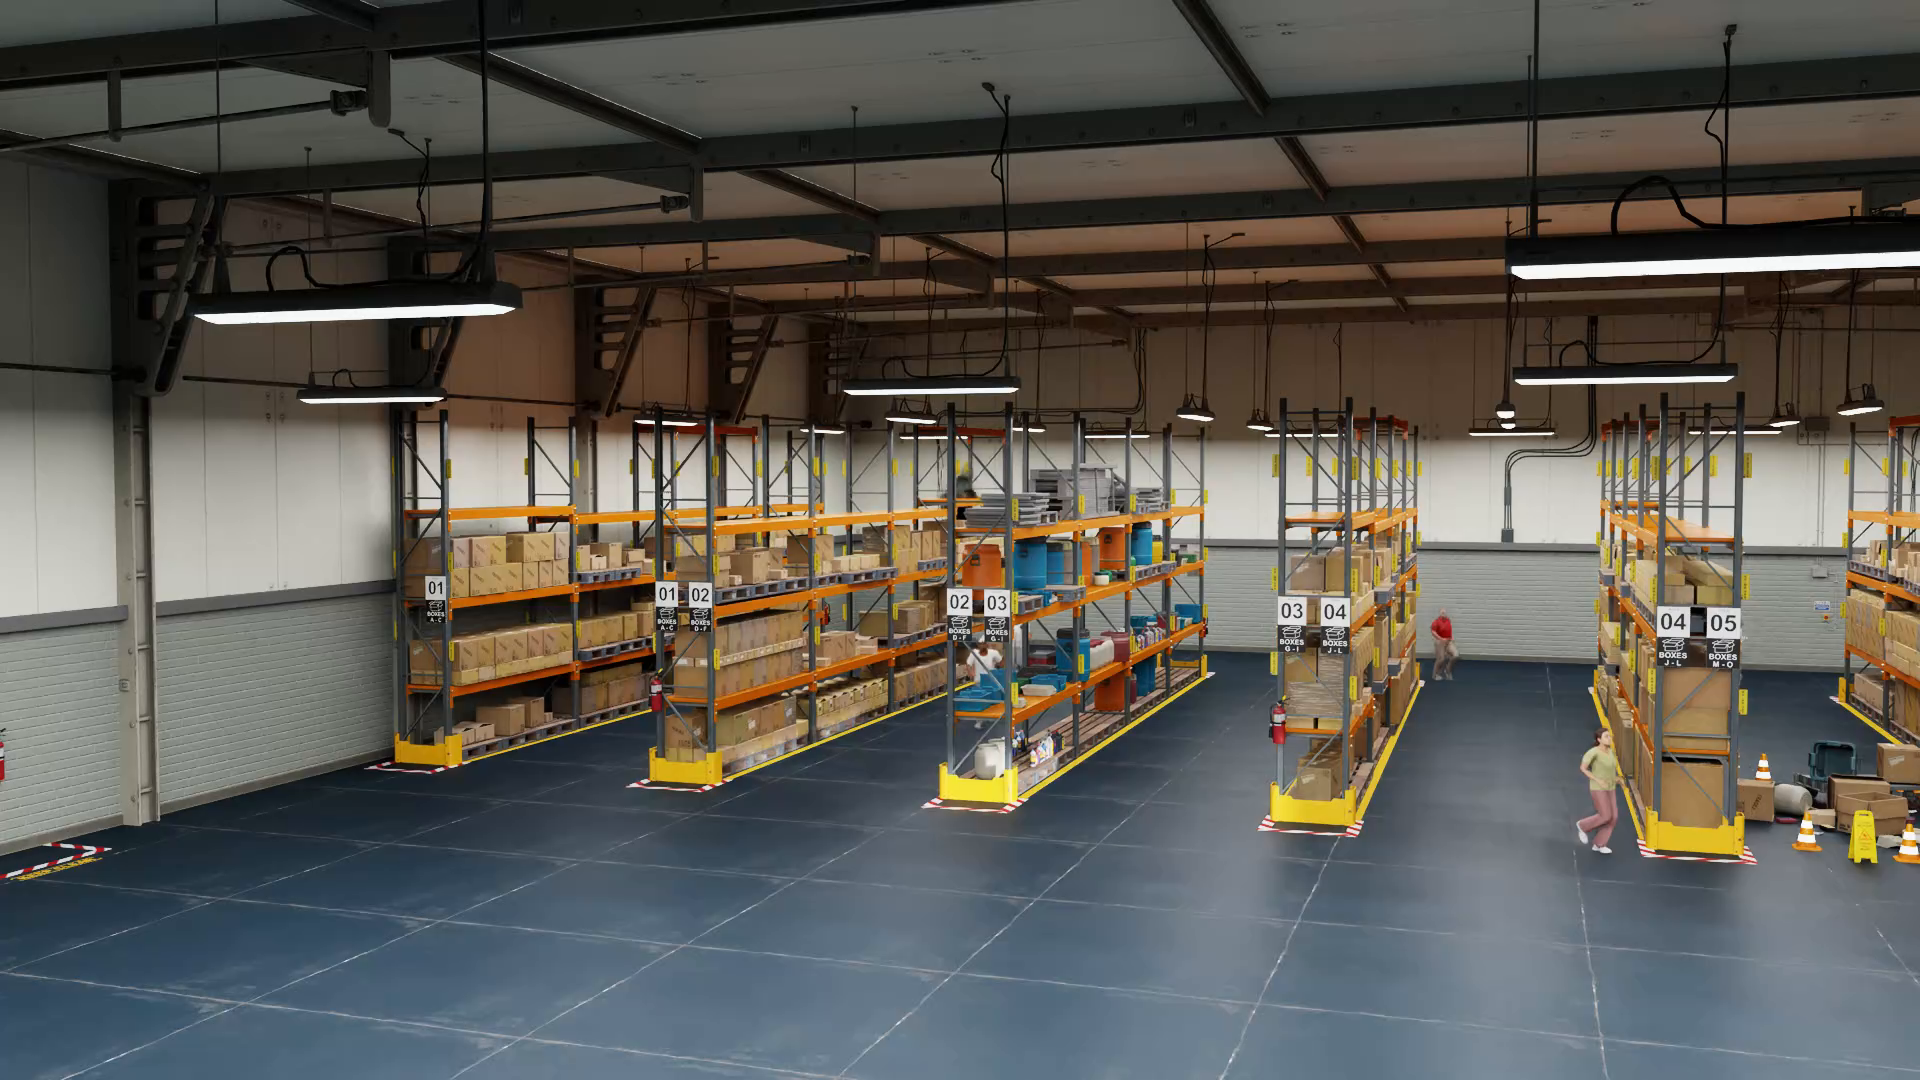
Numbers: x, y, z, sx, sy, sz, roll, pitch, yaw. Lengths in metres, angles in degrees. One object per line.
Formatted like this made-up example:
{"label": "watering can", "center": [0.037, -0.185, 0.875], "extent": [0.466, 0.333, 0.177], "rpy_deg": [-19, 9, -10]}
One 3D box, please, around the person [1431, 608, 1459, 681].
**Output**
{"label": "person", "center": [11.426, 2.481, 39.261], "extent": [0.676, 1.727, 0.651], "rpy_deg": [-1, 3, -25]}

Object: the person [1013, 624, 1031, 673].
{"label": "person", "center": [1.243, 2.353, 36.654], "extent": [0.606, 1.608, 0.488], "rpy_deg": [1, 3, 13]}

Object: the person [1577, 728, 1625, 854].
{"label": "person", "center": [8.357, 3.263, 21.719], "extent": [0.565, 1.605, 0.544], "rpy_deg": [-1, 3, -28]}

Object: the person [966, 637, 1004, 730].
{"label": "person", "center": [0.466, 2.745, 32.300], "extent": [0.725, 1.755, 0.983], "rpy_deg": [1, 3, 14]}
